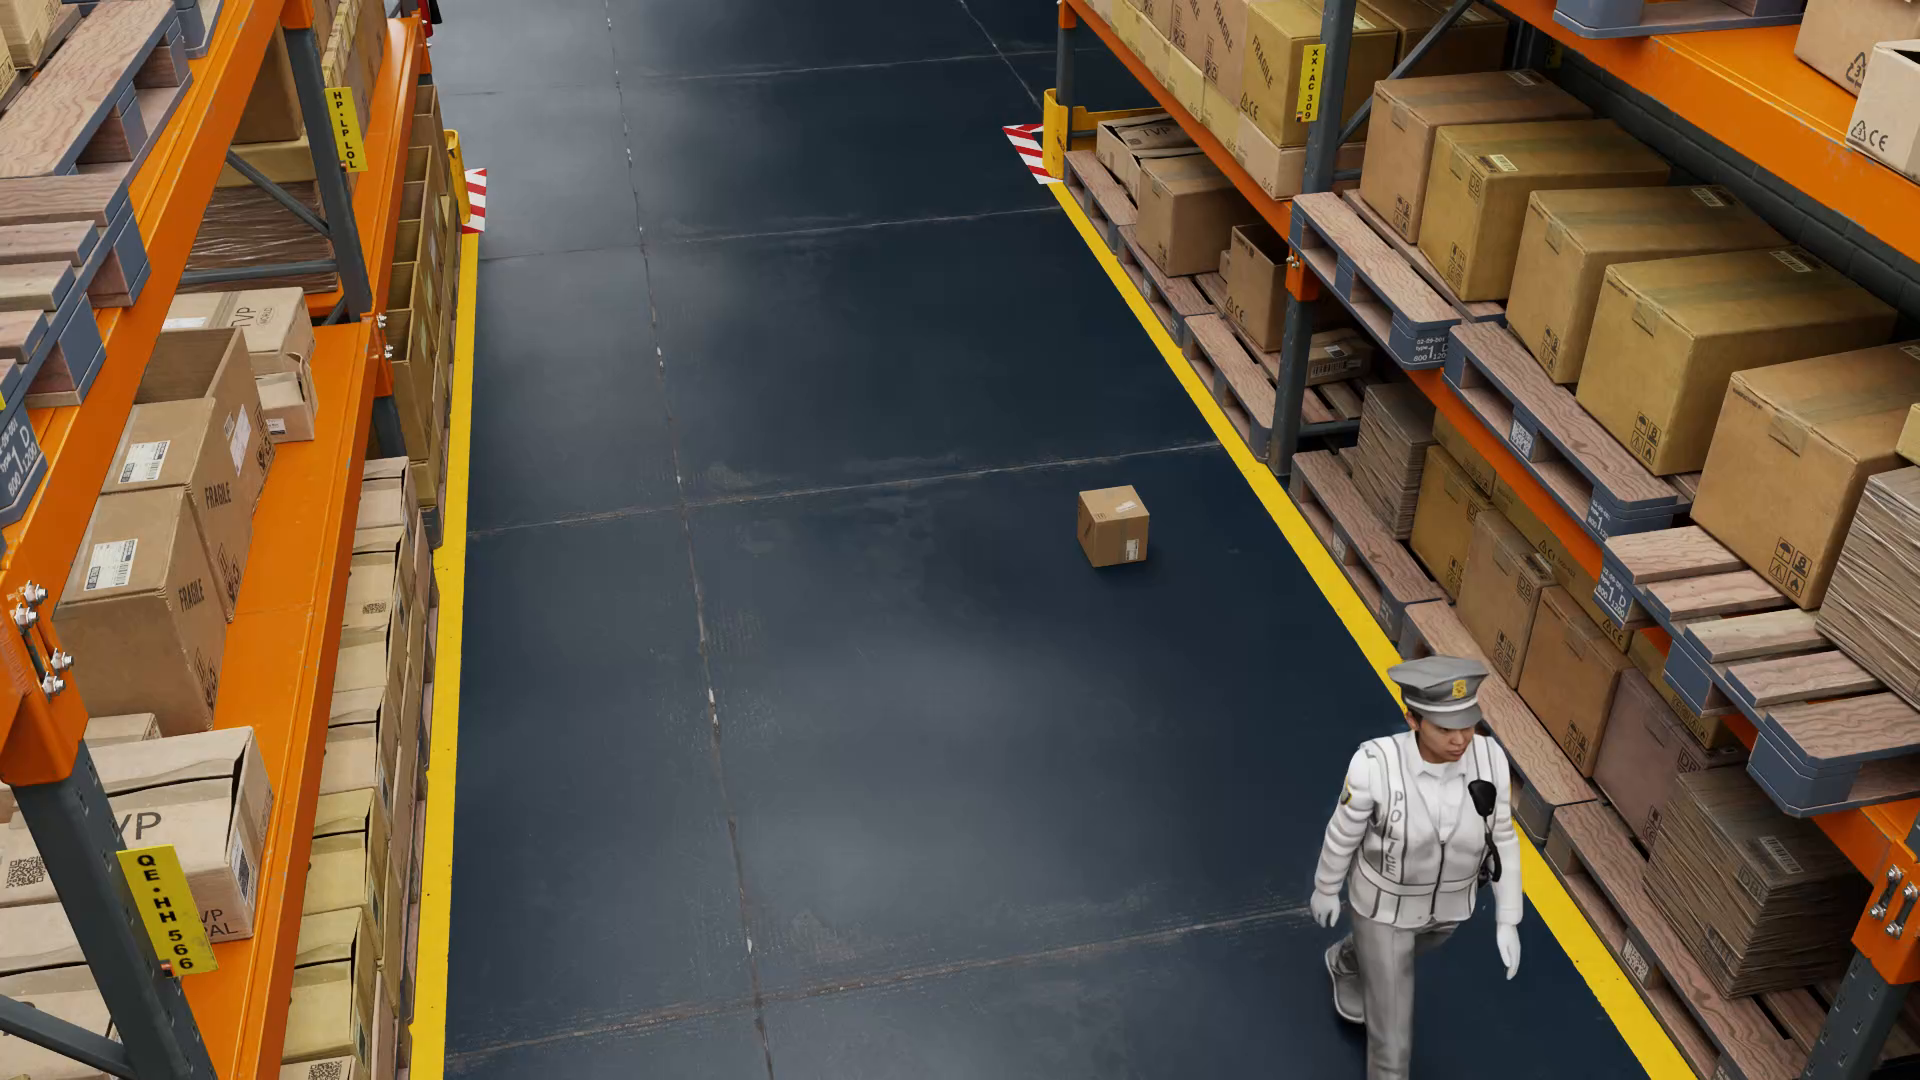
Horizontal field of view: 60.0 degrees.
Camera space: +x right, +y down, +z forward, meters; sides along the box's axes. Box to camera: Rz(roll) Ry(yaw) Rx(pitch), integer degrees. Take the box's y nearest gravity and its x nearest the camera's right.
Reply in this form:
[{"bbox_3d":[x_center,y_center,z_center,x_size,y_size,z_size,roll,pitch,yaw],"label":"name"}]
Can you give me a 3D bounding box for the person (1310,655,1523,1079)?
[{"bbox_3d":[1.289,1.014,4.636,0.508,1.634,0.999,-6,35,-9],"label":"person"}]
